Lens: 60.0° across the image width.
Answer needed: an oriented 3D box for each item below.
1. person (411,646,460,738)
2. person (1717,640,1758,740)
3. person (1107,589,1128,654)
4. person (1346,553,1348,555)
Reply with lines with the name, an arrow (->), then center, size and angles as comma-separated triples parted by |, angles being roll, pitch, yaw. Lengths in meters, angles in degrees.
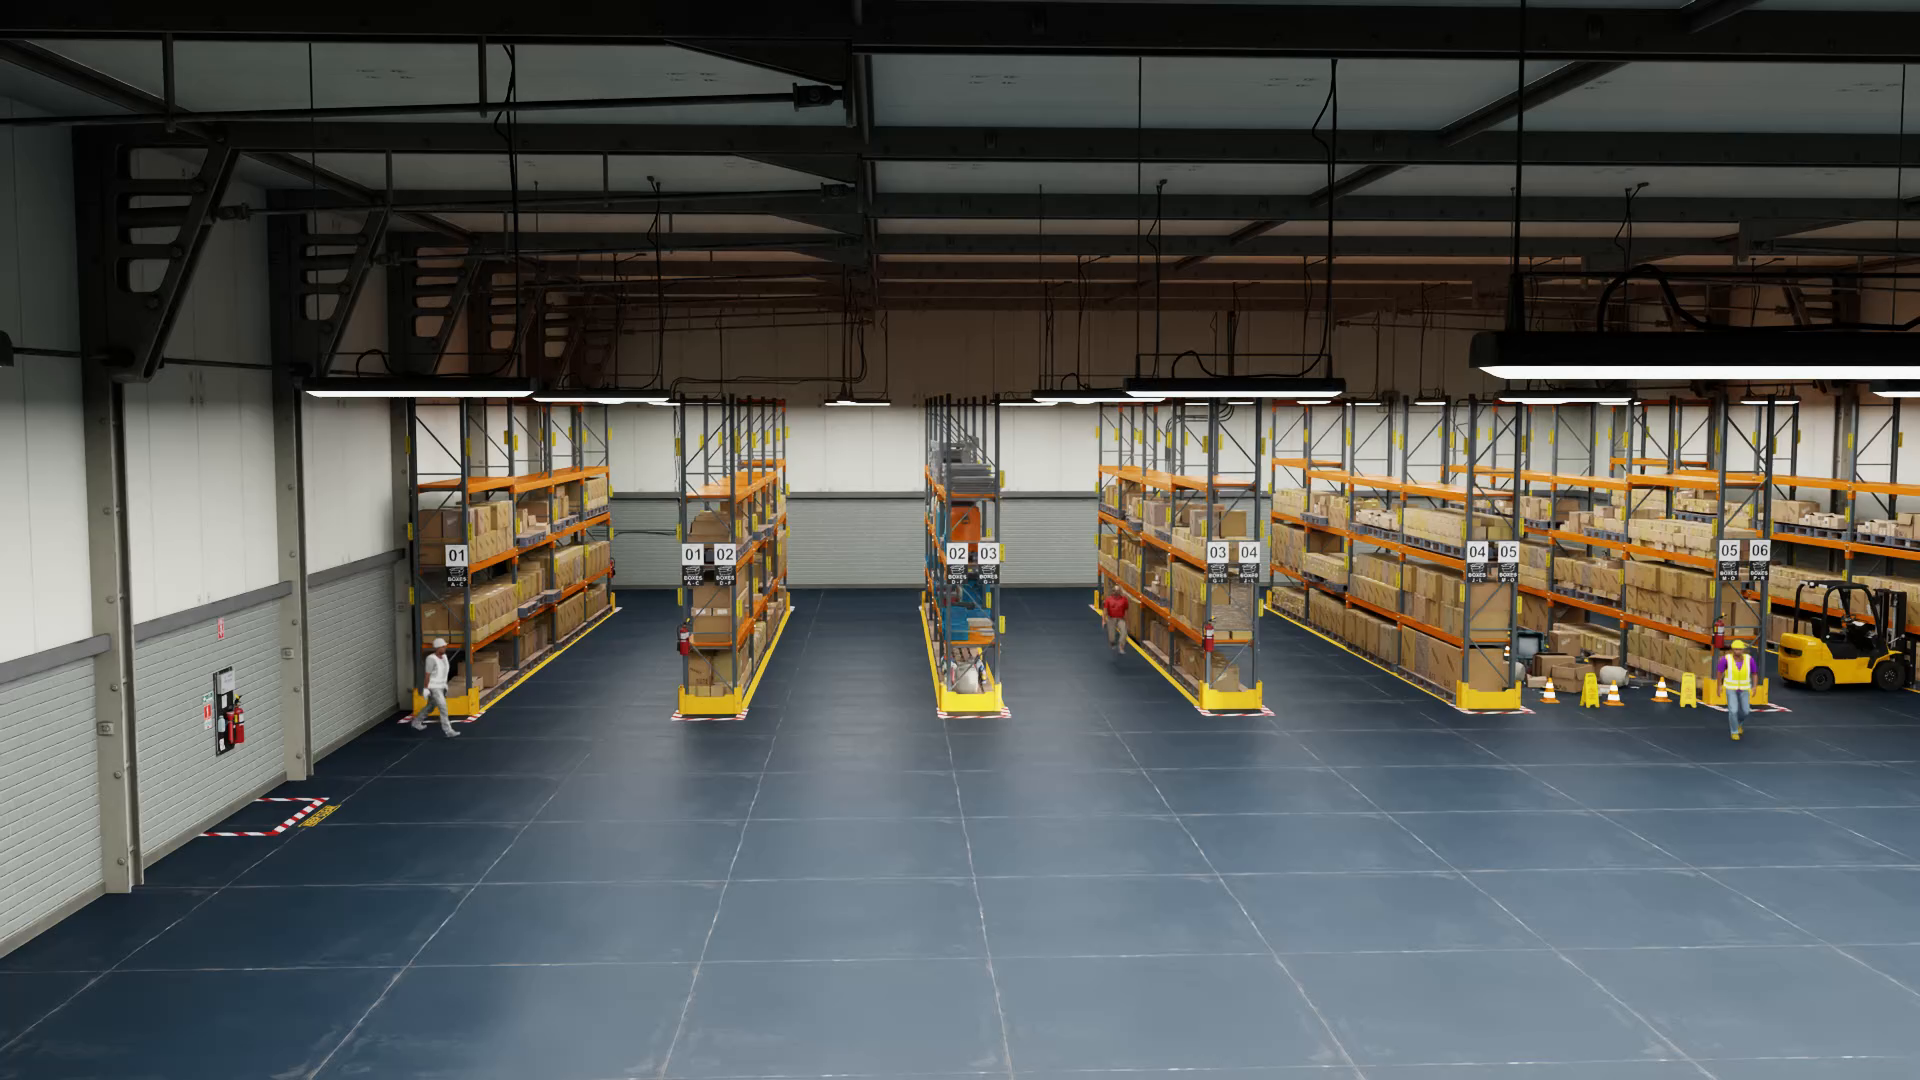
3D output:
person -> -9.173, 2.588, 29.070 | 1.133, 1.693, 0.578 | 1, 5, 17
person -> 13.479, 2.578, 28.867 | 0.636, 1.740, 0.669 | 1, 5, 13
person -> 3.517, 1.800, 37.218 | 0.458, 1.424, 1.034 | 0, 5, 3
person -> 11.018, 1.183, 46.981 | 0.503, 1.670, 0.501 | 0, 5, -2
